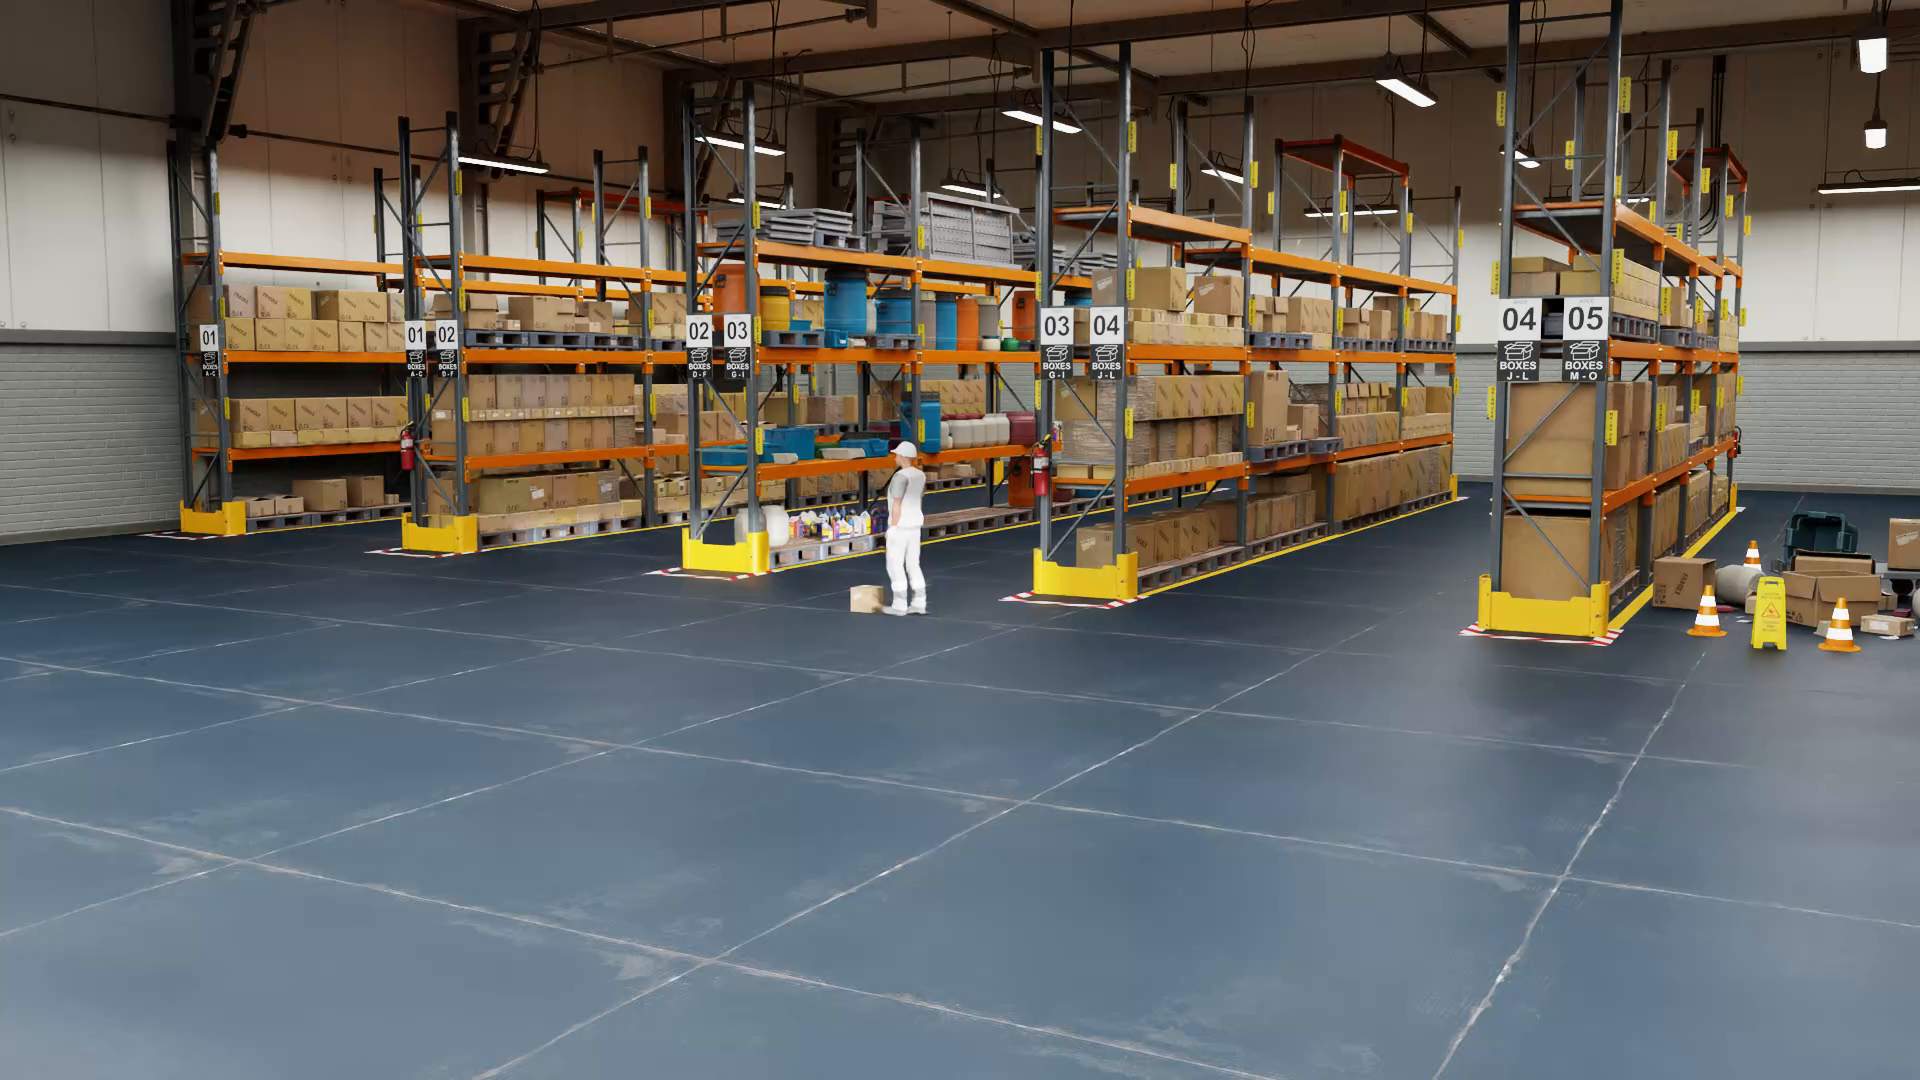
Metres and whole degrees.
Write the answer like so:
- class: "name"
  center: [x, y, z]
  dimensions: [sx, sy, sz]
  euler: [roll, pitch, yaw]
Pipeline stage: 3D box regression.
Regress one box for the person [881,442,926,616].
- class: "person"
  center: [-0.593, -0.120, 17.156]
  dimensions: [0.387, 1.790, 0.522]
  euler: [3, 7, 30]
